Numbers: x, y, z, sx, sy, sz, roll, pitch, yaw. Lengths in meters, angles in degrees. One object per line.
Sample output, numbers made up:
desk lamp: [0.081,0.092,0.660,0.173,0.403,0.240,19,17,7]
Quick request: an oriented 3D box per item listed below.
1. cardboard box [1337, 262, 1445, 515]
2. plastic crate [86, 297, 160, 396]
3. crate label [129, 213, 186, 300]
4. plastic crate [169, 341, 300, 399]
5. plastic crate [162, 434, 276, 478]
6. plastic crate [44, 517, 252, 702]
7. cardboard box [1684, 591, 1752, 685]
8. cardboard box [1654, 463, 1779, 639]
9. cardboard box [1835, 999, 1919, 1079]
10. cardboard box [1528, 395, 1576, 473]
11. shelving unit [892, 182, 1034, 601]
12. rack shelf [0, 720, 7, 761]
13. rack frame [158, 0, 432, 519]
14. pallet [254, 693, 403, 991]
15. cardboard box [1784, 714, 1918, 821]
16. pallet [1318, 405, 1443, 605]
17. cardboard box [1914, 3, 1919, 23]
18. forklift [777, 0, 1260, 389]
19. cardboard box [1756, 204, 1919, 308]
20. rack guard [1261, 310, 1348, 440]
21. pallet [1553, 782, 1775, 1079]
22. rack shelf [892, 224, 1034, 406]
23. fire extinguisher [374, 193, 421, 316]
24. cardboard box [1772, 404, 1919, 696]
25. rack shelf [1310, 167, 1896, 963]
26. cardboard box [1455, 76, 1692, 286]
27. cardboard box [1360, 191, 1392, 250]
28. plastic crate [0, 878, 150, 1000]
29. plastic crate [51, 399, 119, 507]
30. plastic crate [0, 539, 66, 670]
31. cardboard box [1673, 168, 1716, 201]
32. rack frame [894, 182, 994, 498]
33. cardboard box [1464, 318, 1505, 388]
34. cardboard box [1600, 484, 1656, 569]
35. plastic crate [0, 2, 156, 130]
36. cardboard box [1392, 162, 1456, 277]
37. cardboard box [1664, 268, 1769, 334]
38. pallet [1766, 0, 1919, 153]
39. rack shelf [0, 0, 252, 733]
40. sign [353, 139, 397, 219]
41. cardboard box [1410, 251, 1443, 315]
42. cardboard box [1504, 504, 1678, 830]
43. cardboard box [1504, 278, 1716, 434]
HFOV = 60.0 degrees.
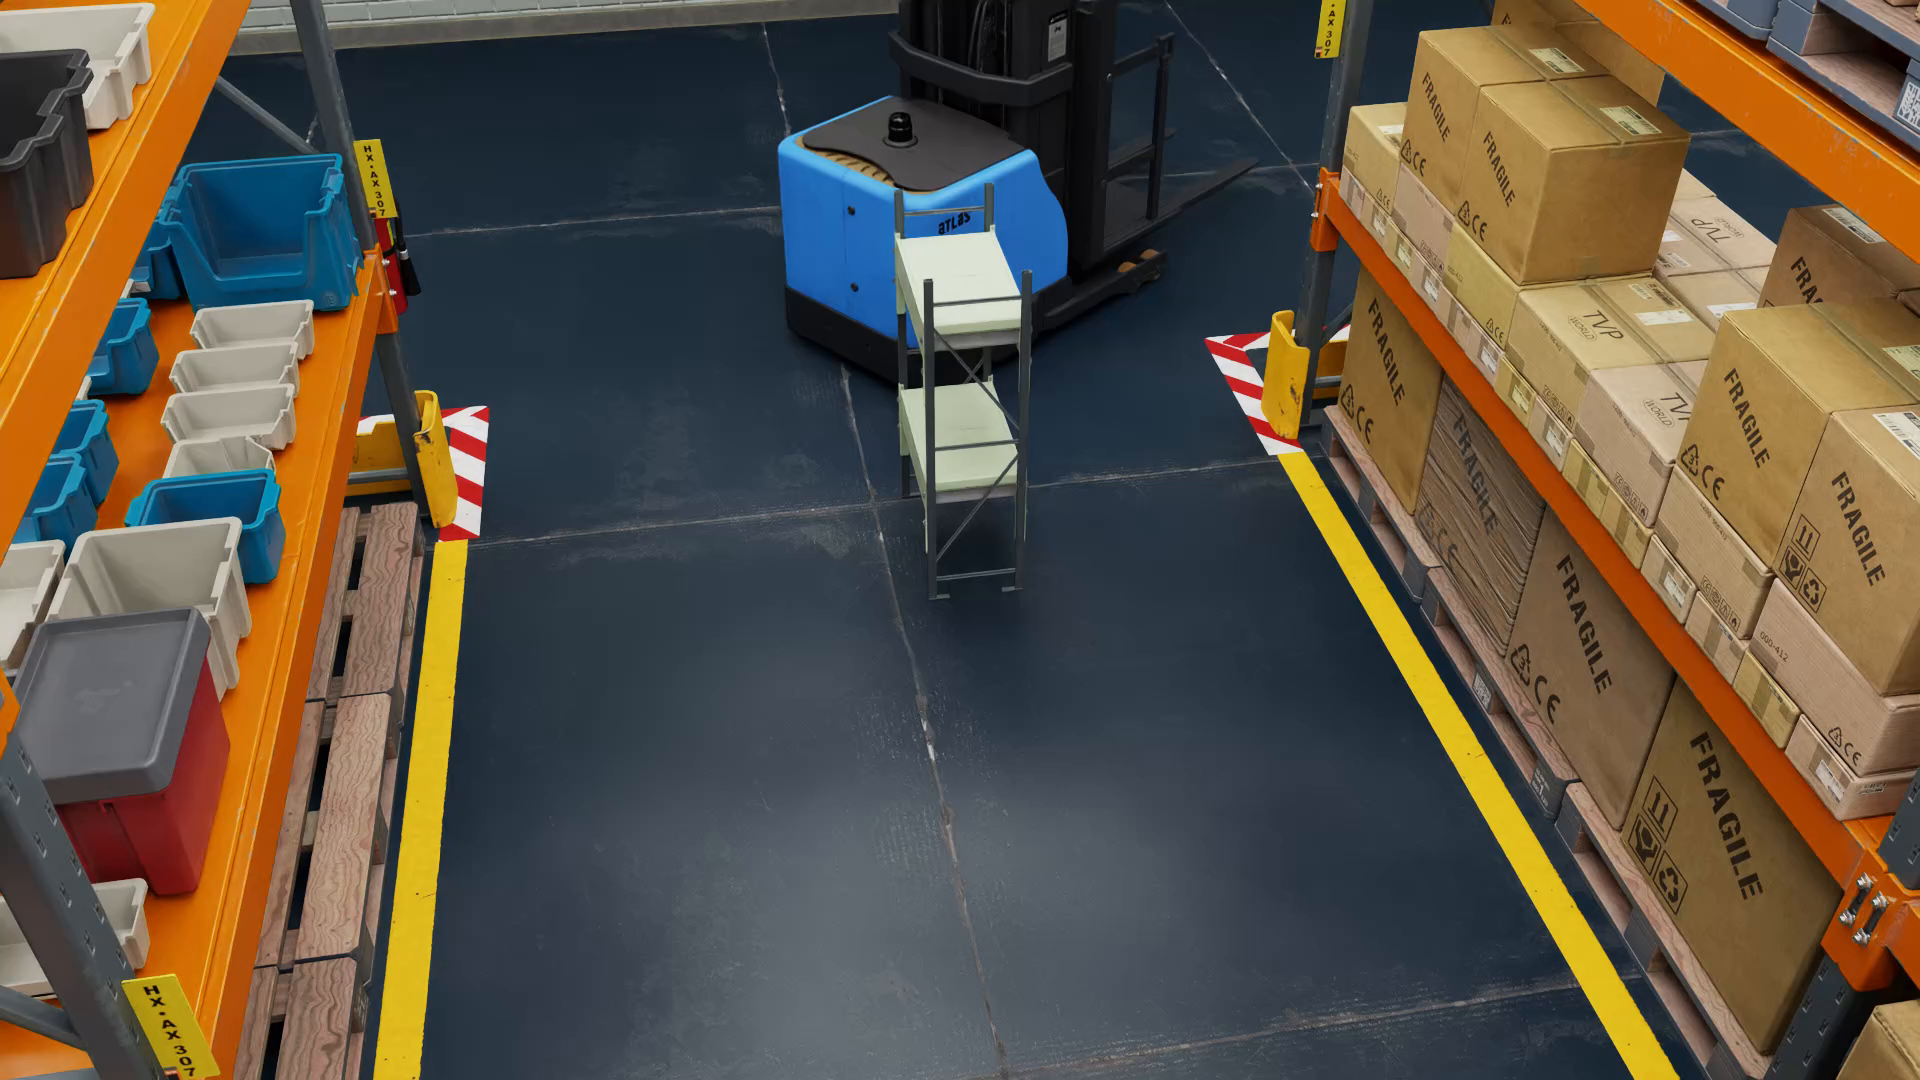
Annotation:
cardboard box: [2.251,-0.753,7.163,0.875,0.875,0.875,-6,38,-8]
plastic crate: [-2.982,-0.646,5.725,0.416,0.233,0.300,-6,38,-8]
crate label: [-3.097,-1.044,6.237,0.416,0.233,0.303,-6,38,-8]
plastic crate: [-2.459,-0.541,5.667,0.396,0.136,0.243,-6,38,-8]
plastic crate: [-2.316,-0.199,5.227,0.298,0.136,0.250,-6,38,-8]
plastic crate: [-2.202,0.226,4.562,0.437,0.282,0.530,-6,38,-8]
cardboard box: [2.295,0.252,4.685,0.380,0.149,0.250,-7,38,-9]
cardboard box: [2.332,0.003,4.681,0.500,0.250,0.500,-5,38,-7]
cardboard box: [2.893,1.670,4.045,1.225,0.875,0.875,-6,38,-8]
cardboard box: [2.116,-0.368,5.483,0.380,0.149,0.250,-6,38,-7]
shelving unit: [0.001,-0.588,6.785,0.431,1.500,0.755,-6,38,-8]
rack shelf: [-1.765,1.452,1.077,1.077,0.370,4.000,-6,38,-8]
rack frame: [-2.817,-1.271,6.441,1.000,3.000,0.127,-6,38,-8]
pallet: [-2.500,1.068,5.704,1.003,0.211,1.213,-6,38,-8]
cardboard box: [2.385,0.562,4.286,0.380,0.149,0.250,-6,38,-8]
pallet: [2.277,-0.228,7.372,1.003,0.211,1.213,-6,38,-8]
cardboard box: [2.565,-1.283,3.507,0.700,0.500,0.500,-8,39,-11]
forklift: [0.482,-2.678,8.308,1.130,2.935,3.031,30,47,33]
cardboard box: [2.754,-0.671,4.937,0.500,0.500,0.500,-7,38,-9]
rack guard: [2.056,-0.831,7.912,1.175,0.500,0.348,-6,38,-8]
pallet: [2.705,1.246,5.475,1.003,0.211,1.213,-6,38,-8]
rack shelf: [0.001,-0.896,6.545,0.431,0.370,0.720,-6,38,-8]
fire extinguisher: [-2.396,-1.233,6.759,0.296,0.674,0.183,-6,38,-8]
cardboard box: [2.417,0.009,4.062,0.500,0.500,0.500,-5,38,-7]
rack shelf: [2.410,-0.312,5.793,1.077,0.370,4.000,-6,38,-8]
cardboard box: [2.062,-1.225,5.650,0.500,0.500,0.500,-7,38,-9]
cardboard box: [1.843,-1.300,6.683,0.380,0.149,0.250,-7,38,-9]
plastic crate: [-2.056,0.929,3.775,0.396,0.136,0.243,-6,38,-8]
plastic crate: [-2.867,-0.249,5.213,0.416,0.233,0.300,-6,38,-8]
plastic crate: [-2.716,0.206,4.706,0.293,0.136,0.466,-6,38,-8]
cardboard box: [2.494,-1.291,6.347,0.500,0.250,0.500,-7,38,-9]
rack frame: [-0.063,-0.809,7.069,0.400,1.500,0.023,-6,38,-8]
cardboard box: [2.025,-0.678,5.883,0.380,0.149,0.250,-7,38,-8]
cardboard box: [2.204,-0.059,5.086,0.380,0.149,0.250,-6,38,-7]
plastic crate: [-2.210,-1.130,4.030,0.437,0.136,0.530,-6,38,-8]
cardboard box: [1.976,-1.230,6.268,0.500,0.250,0.500,-7,38,-9]
cardboard box: [2.679,-0.670,5.547,0.500,0.250,0.500,-6,38,-8]
pallet: [2.628,-1.033,3.762,1.003,0.211,1.213,-6,38,-8]
rack shelf: [-2.466,-0.964,4.187,1.077,0.370,4.000,-6,38,-8]
sign: [-2.278,-1.404,6.480,0.100,0.325,0.005,-6,38,-8]
cardboard box: [1.936,-0.988,6.281,0.380,0.149,0.250,-7,38,-9]
cardboard box: [2.566,0.335,5.764,0.875,0.875,0.875,-6,38,-8]
cardboard box: [2.157,-0.611,5.472,0.500,0.250,0.500,-7,38,-9]
